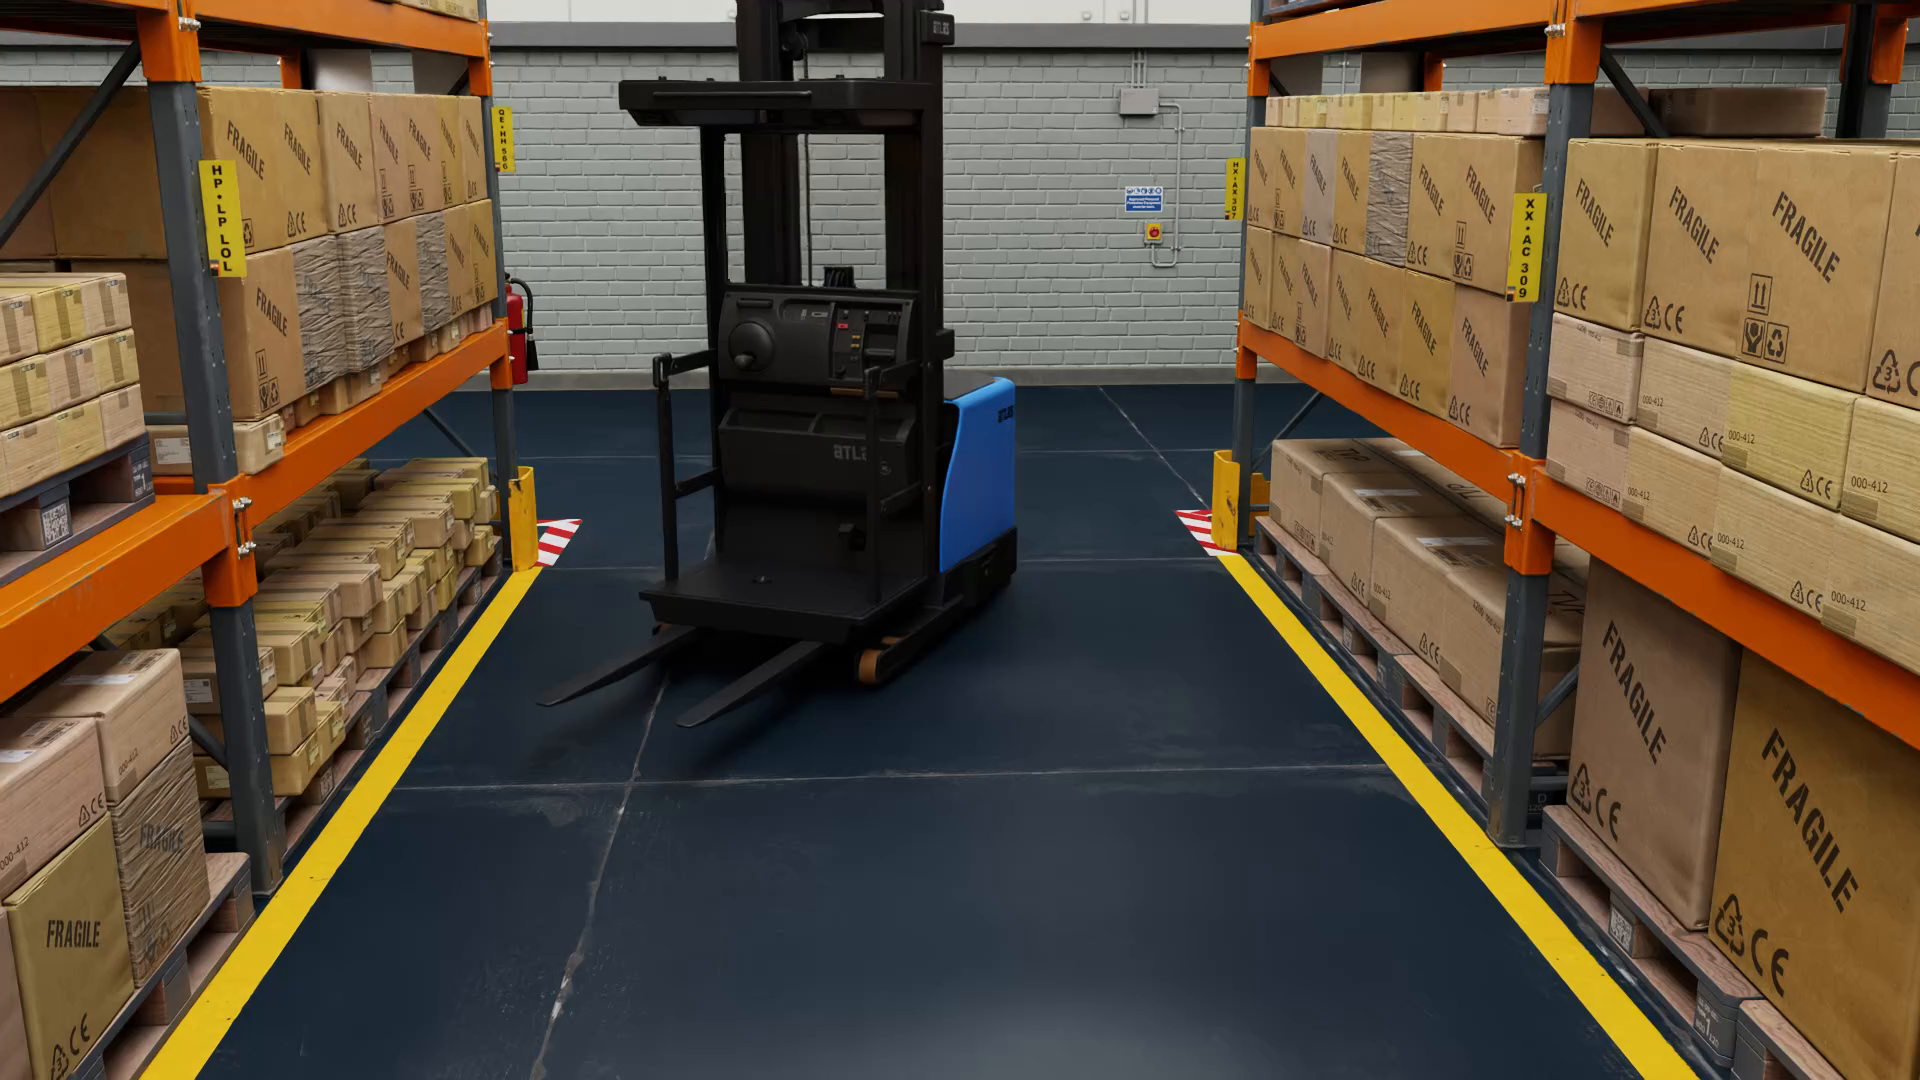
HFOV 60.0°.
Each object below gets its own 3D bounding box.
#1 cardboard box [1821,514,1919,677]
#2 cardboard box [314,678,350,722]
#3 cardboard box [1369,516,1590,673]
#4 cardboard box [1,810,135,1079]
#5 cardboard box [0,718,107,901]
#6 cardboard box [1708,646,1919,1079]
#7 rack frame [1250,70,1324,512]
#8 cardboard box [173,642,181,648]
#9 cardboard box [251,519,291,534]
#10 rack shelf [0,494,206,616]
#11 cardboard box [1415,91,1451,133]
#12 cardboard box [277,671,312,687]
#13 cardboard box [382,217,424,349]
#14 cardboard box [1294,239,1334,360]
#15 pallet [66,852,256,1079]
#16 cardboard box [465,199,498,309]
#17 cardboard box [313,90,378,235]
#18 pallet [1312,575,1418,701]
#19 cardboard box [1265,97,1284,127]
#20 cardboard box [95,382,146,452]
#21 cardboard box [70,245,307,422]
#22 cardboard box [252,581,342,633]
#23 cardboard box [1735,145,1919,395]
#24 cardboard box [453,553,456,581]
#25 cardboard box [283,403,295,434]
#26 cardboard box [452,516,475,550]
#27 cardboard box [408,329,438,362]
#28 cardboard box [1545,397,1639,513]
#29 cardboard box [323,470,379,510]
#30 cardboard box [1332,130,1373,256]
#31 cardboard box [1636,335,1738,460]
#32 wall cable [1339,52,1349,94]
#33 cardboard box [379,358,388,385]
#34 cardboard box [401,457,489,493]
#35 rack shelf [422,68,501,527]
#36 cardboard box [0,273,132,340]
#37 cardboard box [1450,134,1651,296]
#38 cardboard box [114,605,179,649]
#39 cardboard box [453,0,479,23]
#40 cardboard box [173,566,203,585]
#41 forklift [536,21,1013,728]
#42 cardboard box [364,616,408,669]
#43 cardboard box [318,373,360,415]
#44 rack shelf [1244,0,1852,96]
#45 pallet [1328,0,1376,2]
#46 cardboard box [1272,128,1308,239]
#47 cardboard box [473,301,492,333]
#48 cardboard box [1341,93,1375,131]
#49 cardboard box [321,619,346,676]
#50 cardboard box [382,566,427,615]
[{"bbox_3d":[2.119,0.123,3.331,0.500,0.250,0.500,-1,14,-4],"label":"cardboard box"},{"bbox_3d":[-2.436,0.612,6.007,0.380,0.149,0.250,-1,14,-4],"label":"cardboard box"},{"bbox_3d":[2.296,0.213,6.979,0.875,0.438,0.875,-1,14,-5],"label":"cardboard box"},{"bbox_3d":[-2.322,0.972,3.902,0.500,0.500,0.500,-1,14,-5],"label":"cardboard box"},{"bbox_3d":[-2.333,0.611,3.802,0.500,0.250,0.500,0,14,-1],"label":"cardboard box"},{"bbox_3d":[2.466,0.759,3.979,0.875,0.875,0.875,0,14,-2],"label":"cardboard box"},{"bbox_3d":[2.039,-1.439,9.100,0.949,2.616,0.053,-1,14,-3],"label":"rack frame"},{"bbox_3d":[-2.968,0.420,6.157,0.380,0.149,0.250,-1,14,-3],"label":"cardboard box"},{"bbox_3d":[-3.103,0.014,7.136,0.380,0.149,0.250,-1,14,-3],"label":"cardboard box"},{"bbox_3d":[-2.526,0.408,2.971,0.919,0.124,3.809,-1,14,-3],"label":"rack shelf"},{"bbox_3d":[1.949,-1.617,6.280,0.380,0.149,0.250,-1,14,-4],"label":"cardboard box"},{"bbox_3d":[-2.459,0.534,5.713,0.380,0.149,0.250,-1,14,-3],"label":"cardboard box"},{"bbox_3d":[-2.525,-1.044,6.766,0.500,0.500,0.500,0,14,-1],"label":"cardboard box"},{"bbox_3d":[1.852,-1.112,7.626,0.500,0.500,0.500,-1,14,-4],"label":"cardboard box"},{"bbox_3d":[-2.601,1.201,4.434,1.003,0.211,1.213,-1,14,-3],"label":"pallet"},{"bbox_3d":[-2.613,-1.422,8.237,0.500,0.500,0.500,-1,14,-2],"label":"cardboard box"},{"bbox_3d":[-2.483,-1.390,6.104,0.500,0.500,0.500,-1,14,-3],"label":"cardboard box"},{"bbox_3d":[2.236,0.412,7.502,1.003,0.211,1.213,-1,14,-3],"label":"pallet"},{"bbox_3d":[1.782,-2.193,8.522,0.380,0.149,0.250,-1,14,-2],"label":"cardboard box"},{"bbox_3d":[-2.428,-0.329,4.446,0.380,0.149,0.250,-1,14,-5],"label":"cardboard box"},{"bbox_3d":[-2.429,-0.662,5.283,0.500,0.500,0.500,-1,14,-4],"label":"cardboard box"},{"bbox_3d":[-2.526,0.262,6.175,0.380,0.149,0.250,-1,14,-5],"label":"cardboard box"},{"bbox_3d":[2.112,-0.612,3.679,0.500,0.500,0.500,-1,14,-5],"label":"cardboard box"},{"bbox_3d":[-2.582,0.158,7.771,0.380,0.149,0.250,-1,14,-3],"label":"cardboard box"},{"bbox_3d":[-2.500,-0.425,5.663,0.380,0.149,0.250,-2,15,-6],"label":"cardboard box"},{"bbox_3d":[-2.547,-0.048,7.976,0.380,0.149,0.250,-1,15,-6],"label":"cardboard box"},{"bbox_3d":[-2.561,-0.885,7.452,0.380,0.149,0.250,-2,15,-6],"label":"cardboard box"},{"bbox_3d":[2.048,-0.258,4.811,0.500,0.250,0.500,-1,14,-5],"label":"cardboard box"},{"bbox_3d":[-3.068,-0.246,8.148,0.380,0.149,0.250,-1,14,-2],"label":"cardboard box"},{"bbox_3d":[1.892,-1.468,7.003,0.500,0.500,0.500,-1,14,-3],"label":"cardboard box"},{"bbox_3d":[2.090,-0.371,4.245,0.500,0.250,0.500,-1,14,-3],"label":"cardboard box"},{"bbox_3d":[3.078,-3.358,14.518,0.588,1.984,0.122,-1,14,-3],"label":"wall cable"},{"bbox_3d":[-2.534,-0.689,6.690,0.380,0.149,0.250,0,14,-1],"label":"cardboard box"},{"bbox_3d":[-2.612,-0.321,8.437,0.380,0.149,0.250,-1,14,-3],"label":"cardboard box"},{"bbox_3d":[-2.901,-1.337,8.705,0.949,2.616,0.053,-1,14,-3],"label":"rack shelf"},{"bbox_3d":[-2.431,-0.616,4.367,0.380,0.149,0.250,0,14,-1],"label":"cardboard box"},{"bbox_3d":[1.979,-1.090,5.536,0.500,0.500,0.500,-1,14,-4],"label":"cardboard box"},{"bbox_3d":[-3.010,0.337,5.880,0.380,0.149,0.250,-1,14,-4],"label":"cardboard box"},{"bbox_3d":[-2.606,-2.609,7.926,0.500,0.250,0.500,-1,14,-5],"label":"cardboard box"},{"bbox_3d":[-3.057,0.206,6.392,0.380,0.149,0.250,-2,15,-6],"label":"cardboard box"},{"bbox_3d":[2.355,-1.810,6.109,7.407,5.209,9.711,6,15,21],"label":"forklift"},{"bbox_3d":[-2.473,0.417,6.764,0.380,0.149,0.250,-1,14,-5],"label":"cardboard box"},{"bbox_3d":[-2.462,-0.557,6.174,0.380,0.149,0.250,-1,14,-2],"label":"cardboard box"},{"bbox_3d":[2.160,-2.046,6.882,1.077,0.370,4.000,-1,14,-3],"label":"rack shelf"},{"bbox_3d":[2.171,-2.360,6.838,1.003,0.211,1.213,-1,14,-3],"label":"pallet"},{"bbox_3d":[1.821,-1.720,7.983,0.500,0.500,0.500,-1,14,-5],"label":"cardboard box"},{"bbox_3d":[-2.596,-1.139,8.438,0.380,0.149,0.250,-1,14,-3],"label":"cardboard box"},{"bbox_3d":[1.836,-1.807,7.020,0.380,0.149,0.250,-1,14,-5],"label":"cardboard box"},{"bbox_3d":[-2.524,0.407,6.208,0.380,0.149,0.250,-2,15,-6],"label":"cardboard box"},{"bbox_3d":[-2.459,0.212,6.962,0.380,0.149,0.250,-1,14,-3],"label":"cardboard box"}]
